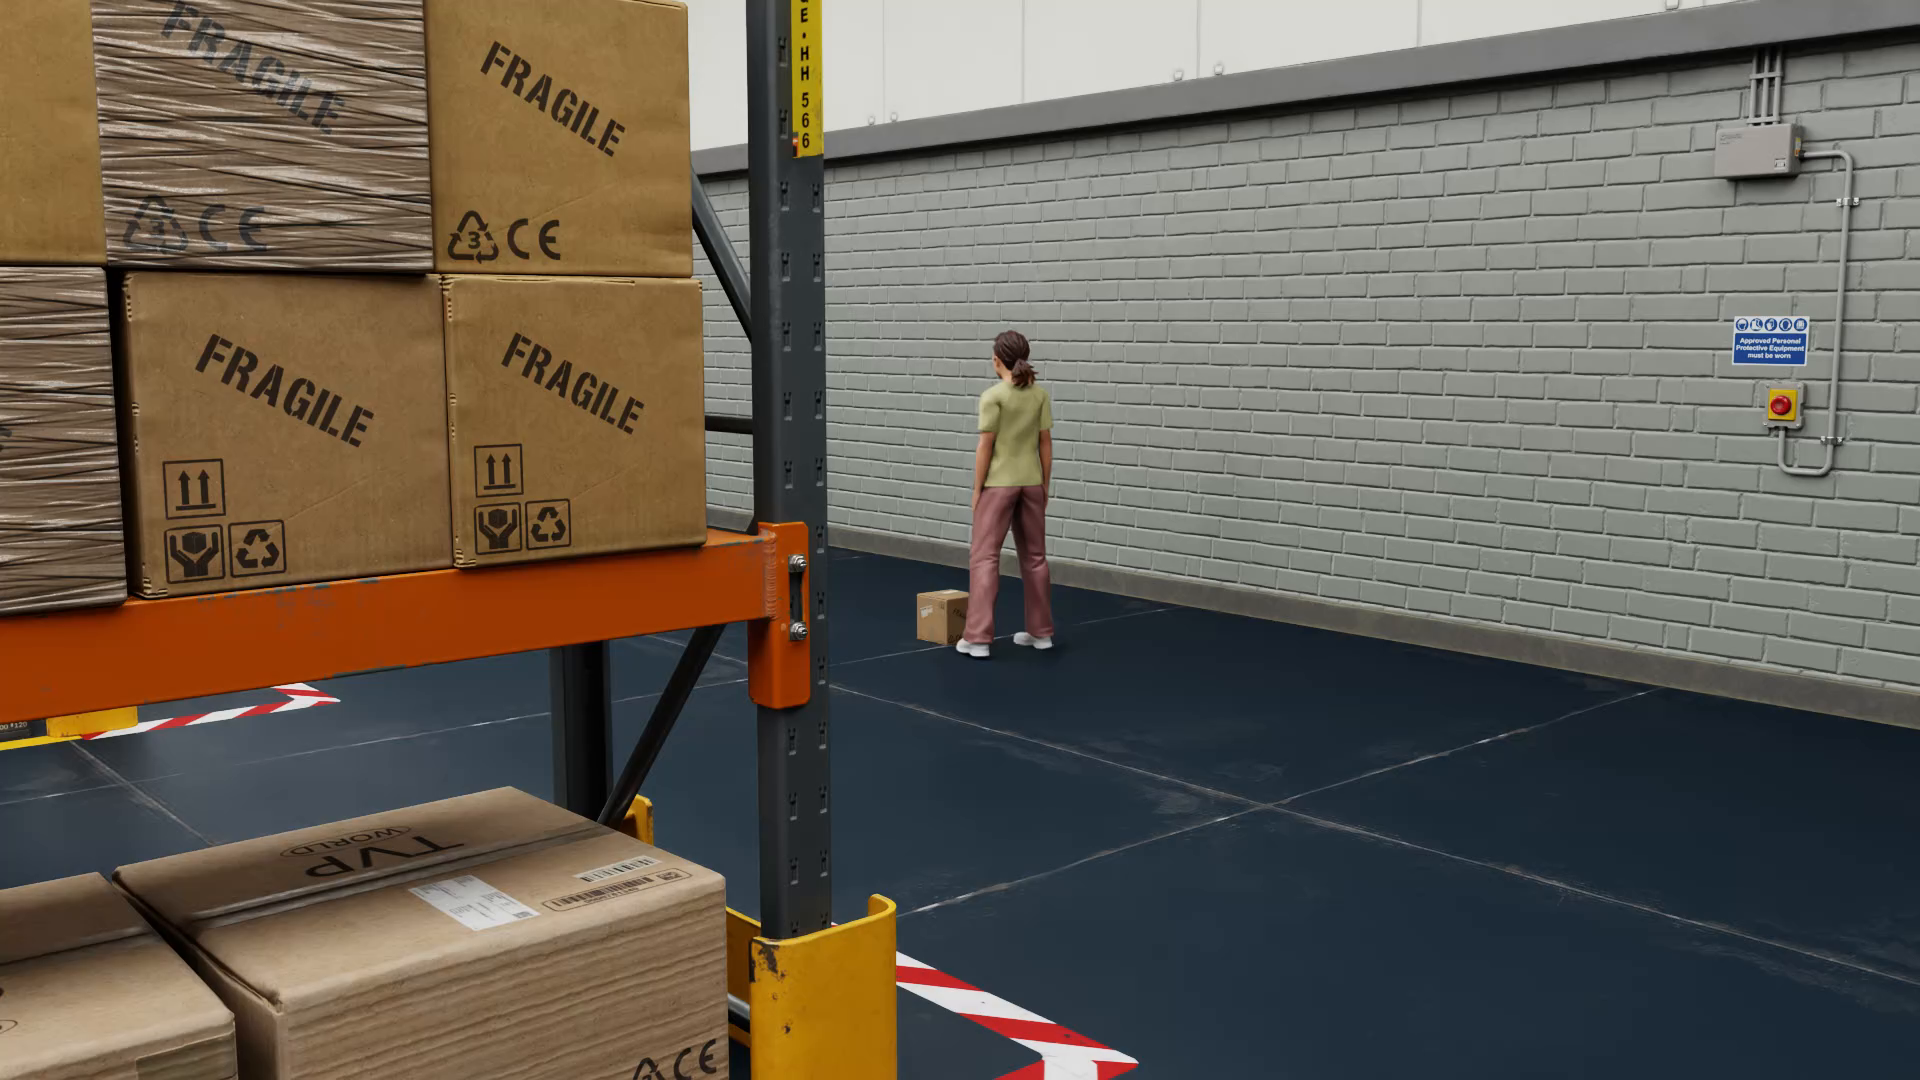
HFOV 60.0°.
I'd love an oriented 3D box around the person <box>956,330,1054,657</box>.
[{"bbox_3d":[0.236,-0.243,8.616,0.540,1.676,0.402,-4,9,-30],"label":"person"}]
